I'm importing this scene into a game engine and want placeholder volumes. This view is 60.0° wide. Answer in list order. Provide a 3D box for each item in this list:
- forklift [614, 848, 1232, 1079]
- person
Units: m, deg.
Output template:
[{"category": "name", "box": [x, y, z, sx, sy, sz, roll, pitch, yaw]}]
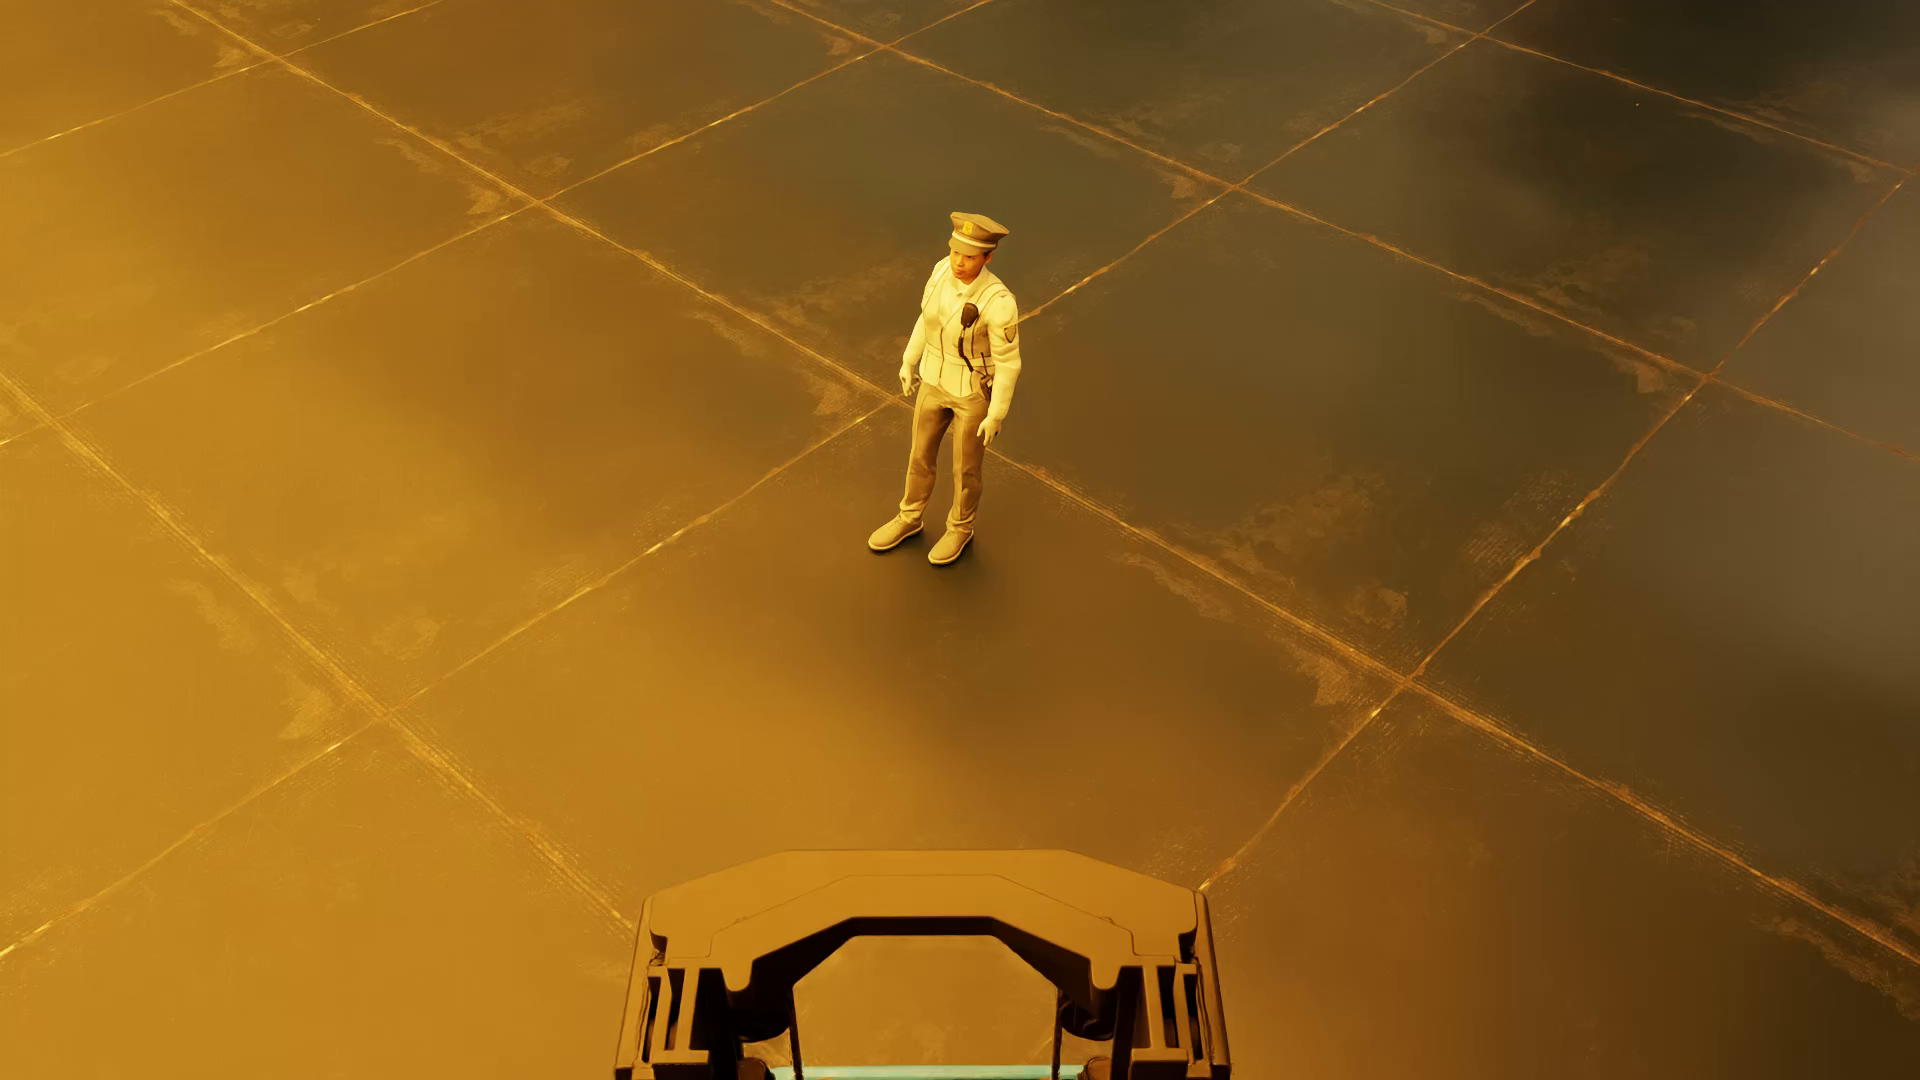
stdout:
[{"category": "forklift", "box": [-0.054, 2.059, 3.028, 1.130, 2.935, 3.031, 0, 41, 0]}, {"category": "person", "box": [-0.052, -0.618, 7.088, 0.586, 1.694, 0.530, 31, 49, 31]}]
